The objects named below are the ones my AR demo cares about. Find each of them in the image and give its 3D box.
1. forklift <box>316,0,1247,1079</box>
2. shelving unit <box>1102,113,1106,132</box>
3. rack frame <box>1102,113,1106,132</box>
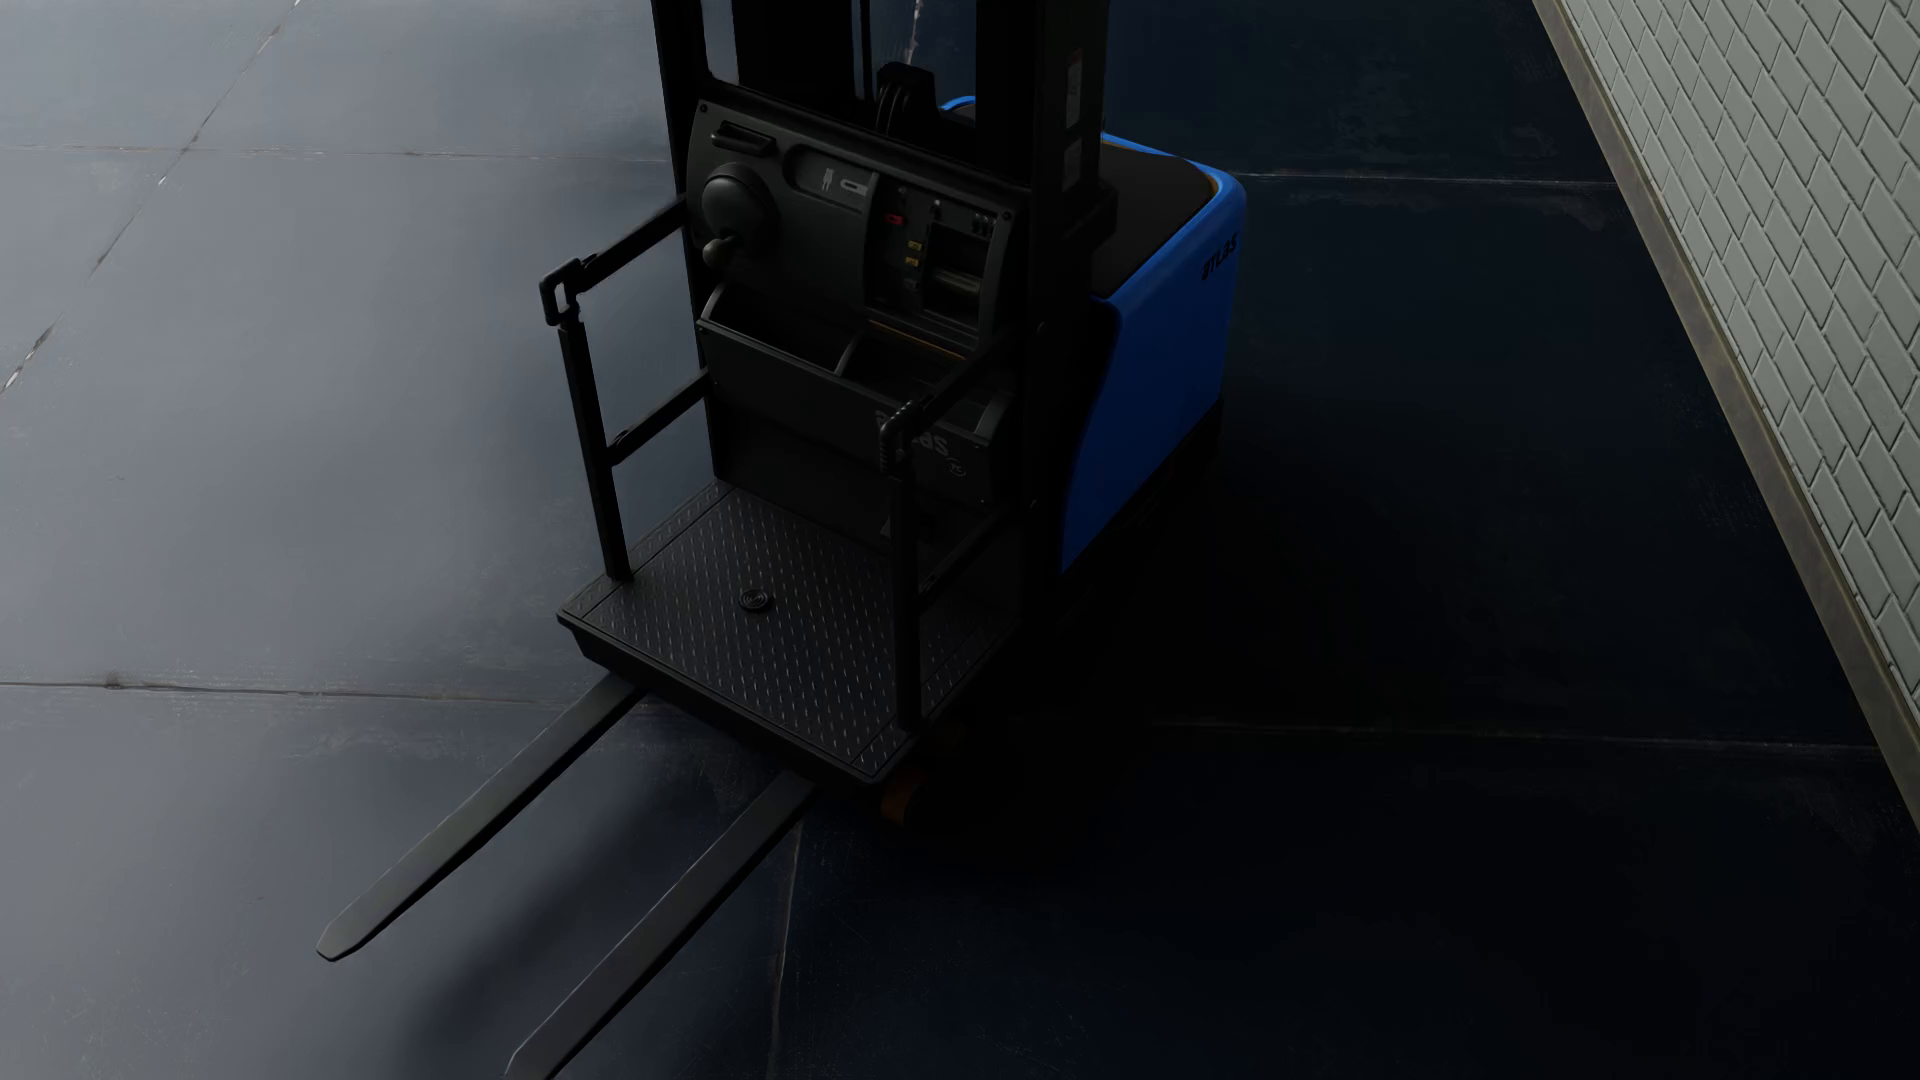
[{"bbox_3d":[-0.392,-0.681,3.831,1.130,2.935,3.031,25,48,24],"label":"forklift"},{"bbox_3d":[0.373,-0.978,5.639,0.210,0.900,0.258,-2,43,-2],"label":"shelving unit"},{"bbox_3d":[0.475,-0.981,5.643,0.006,0.900,0.240,-2,43,-2],"label":"rack frame"}]
